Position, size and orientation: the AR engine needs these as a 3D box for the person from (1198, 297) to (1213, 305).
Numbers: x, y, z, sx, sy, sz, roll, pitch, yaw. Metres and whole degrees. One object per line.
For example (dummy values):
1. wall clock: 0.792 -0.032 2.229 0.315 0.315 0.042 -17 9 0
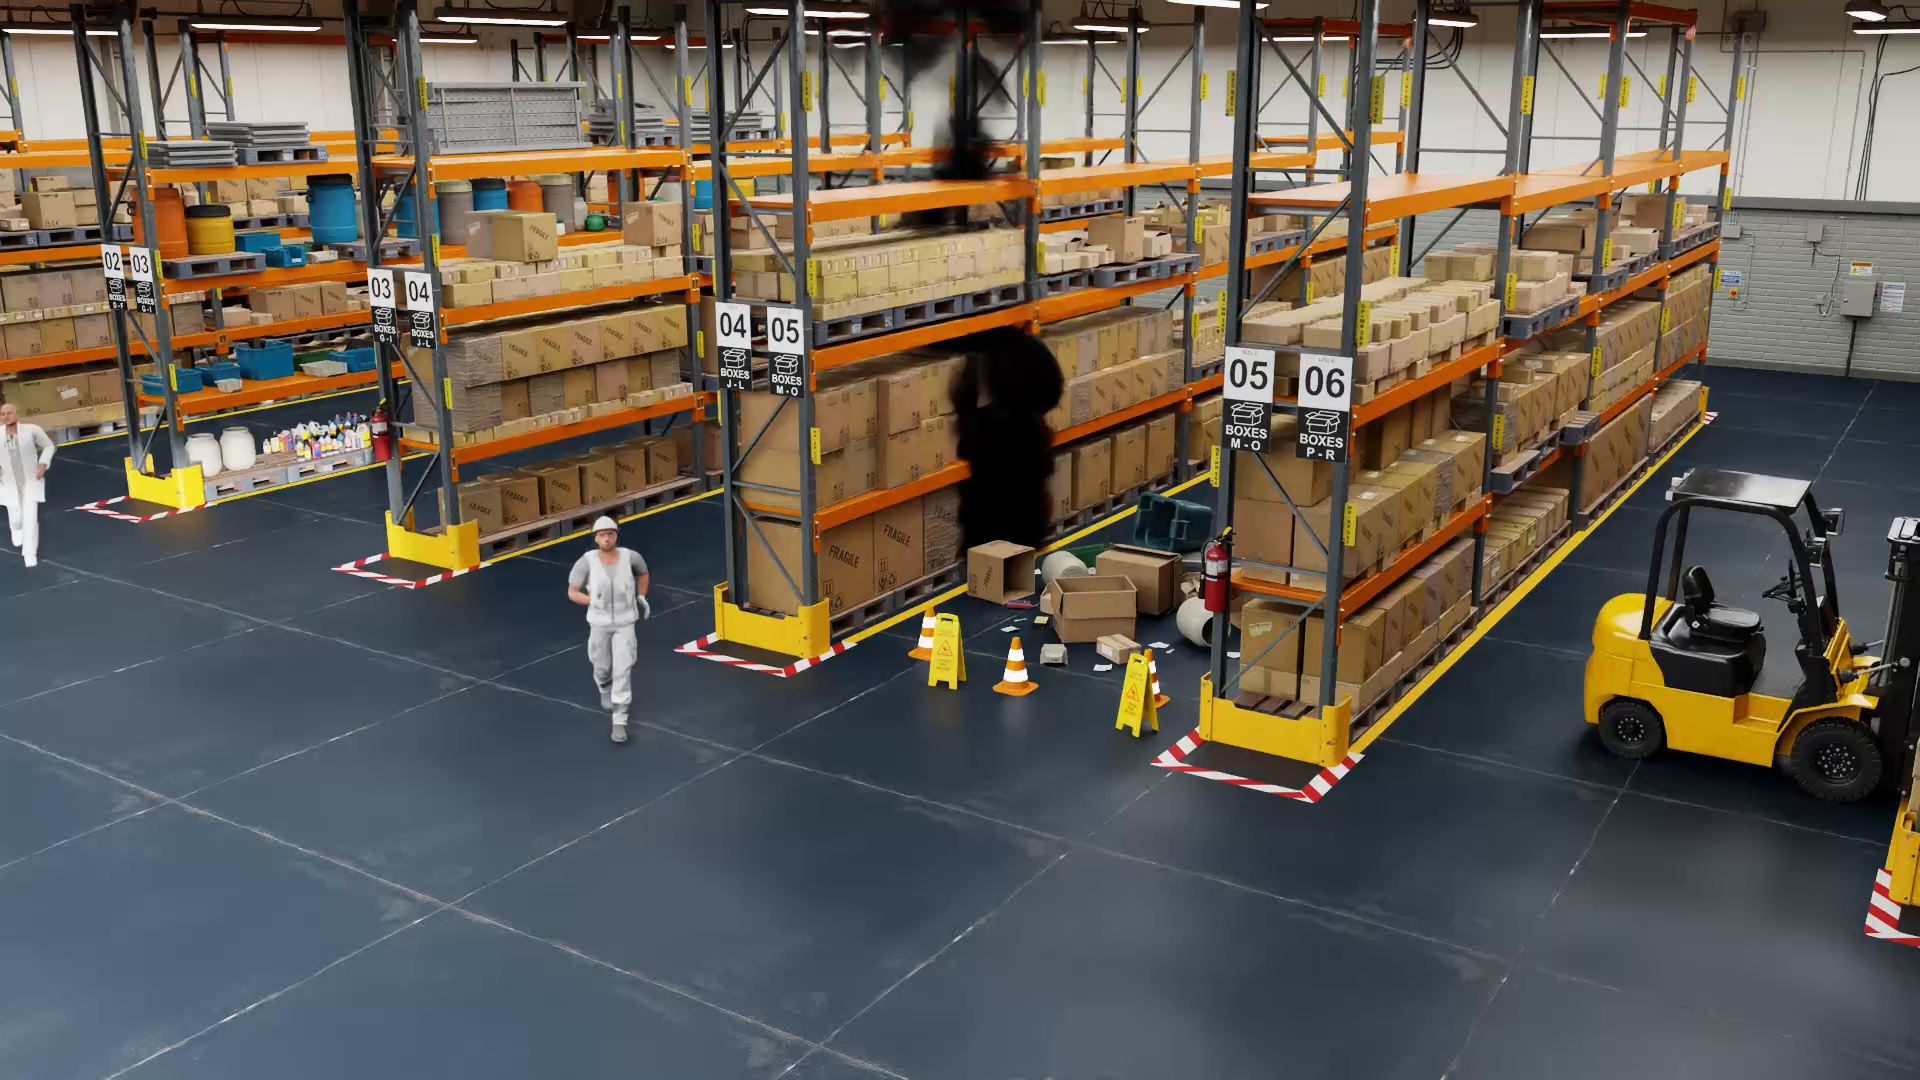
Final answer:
1. person: 4.069 -3.158 27.423 0.623 1.684 0.840 14 21 41

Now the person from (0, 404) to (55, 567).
1. person: -10.328 -0.646 18.324 0.716 1.765 0.810 -7 17 -22

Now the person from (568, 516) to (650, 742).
1. person: -2.822 0.669 13.459 0.657 1.772 0.896 -4 16 -13
